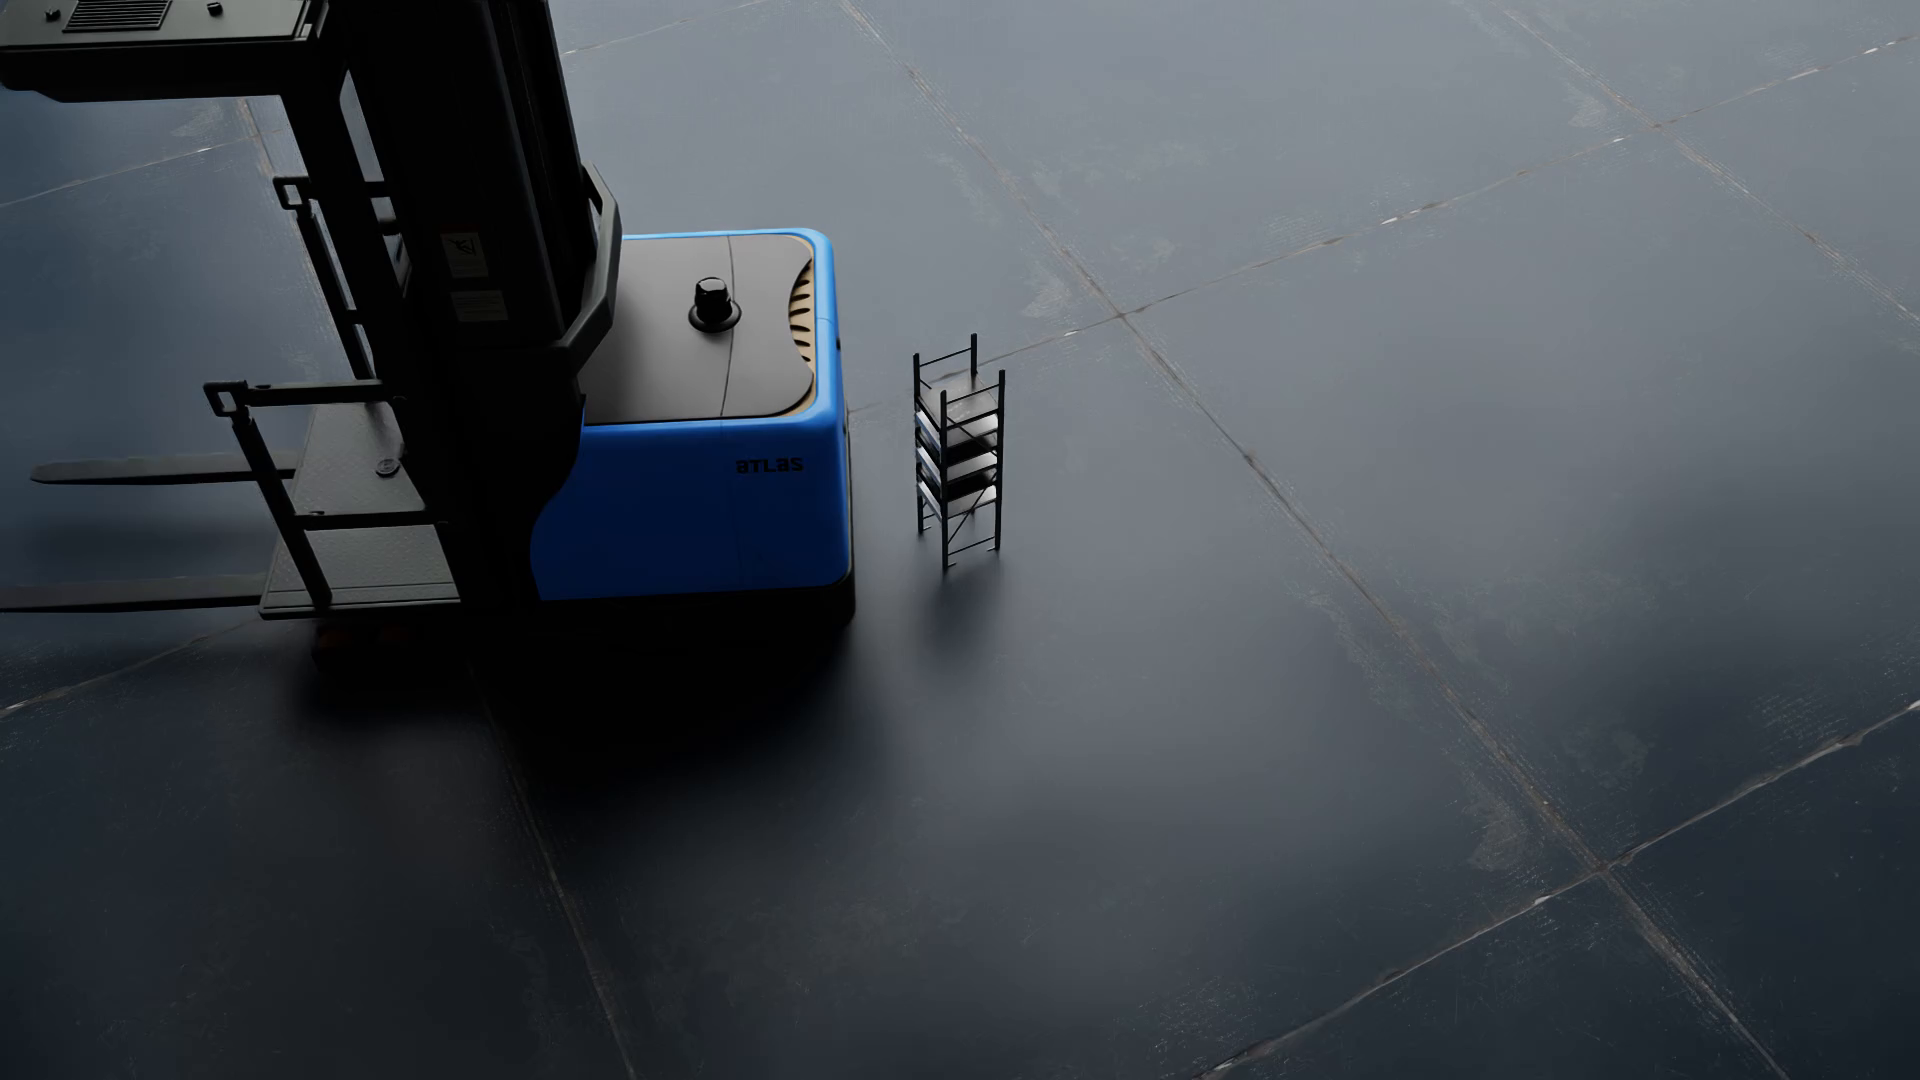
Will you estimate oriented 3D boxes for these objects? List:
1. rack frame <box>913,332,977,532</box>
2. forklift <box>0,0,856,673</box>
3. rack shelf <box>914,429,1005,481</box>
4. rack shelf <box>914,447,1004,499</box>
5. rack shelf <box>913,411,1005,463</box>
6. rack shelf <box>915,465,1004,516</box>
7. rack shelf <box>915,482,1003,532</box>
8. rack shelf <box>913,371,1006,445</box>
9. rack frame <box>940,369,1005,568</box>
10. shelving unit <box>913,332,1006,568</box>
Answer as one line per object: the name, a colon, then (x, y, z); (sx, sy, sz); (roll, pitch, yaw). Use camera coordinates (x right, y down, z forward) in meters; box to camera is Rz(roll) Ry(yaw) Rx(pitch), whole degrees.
rack frame: (-0.050, -0.370, 5.976); (0.240, 0.900, 0.006); (-21, 52, -18)
forklift: (-1.913, -0.914, 5.102); (3.031, 2.935, 1.130); (-3, 49, -3)
rack shelf: (-0.004, -0.339, 5.873); (0.258, 0.077, 0.200); (-21, 52, -18)
rack shelf: (-0.004, -0.280, 5.941); (0.258, 0.077, 0.200); (-21, 52, -18)
rack shelf: (-0.004, -0.398, 5.806); (0.258, 0.077, 0.200); (-21, 52, -18)
rack shelf: (-0.004, -0.221, 6.009); (0.258, 0.077, 0.200); (-21, 52, -18)
rack shelf: (-0.004, -0.161, 6.077); (0.258, 0.077, 0.200); (-21, 52, -18)
rack shelf: (-0.004, -0.458, 5.738); (0.258, 0.077, 0.200); (-21, 52, -18)
rack frame: (0.043, -0.234, 5.857); (0.240, 0.900, 0.006); (-21, 52, -18)
shelving unit: (-0.004, -0.302, 5.916); (0.258, 0.900, 0.210); (-21, 52, -18)
